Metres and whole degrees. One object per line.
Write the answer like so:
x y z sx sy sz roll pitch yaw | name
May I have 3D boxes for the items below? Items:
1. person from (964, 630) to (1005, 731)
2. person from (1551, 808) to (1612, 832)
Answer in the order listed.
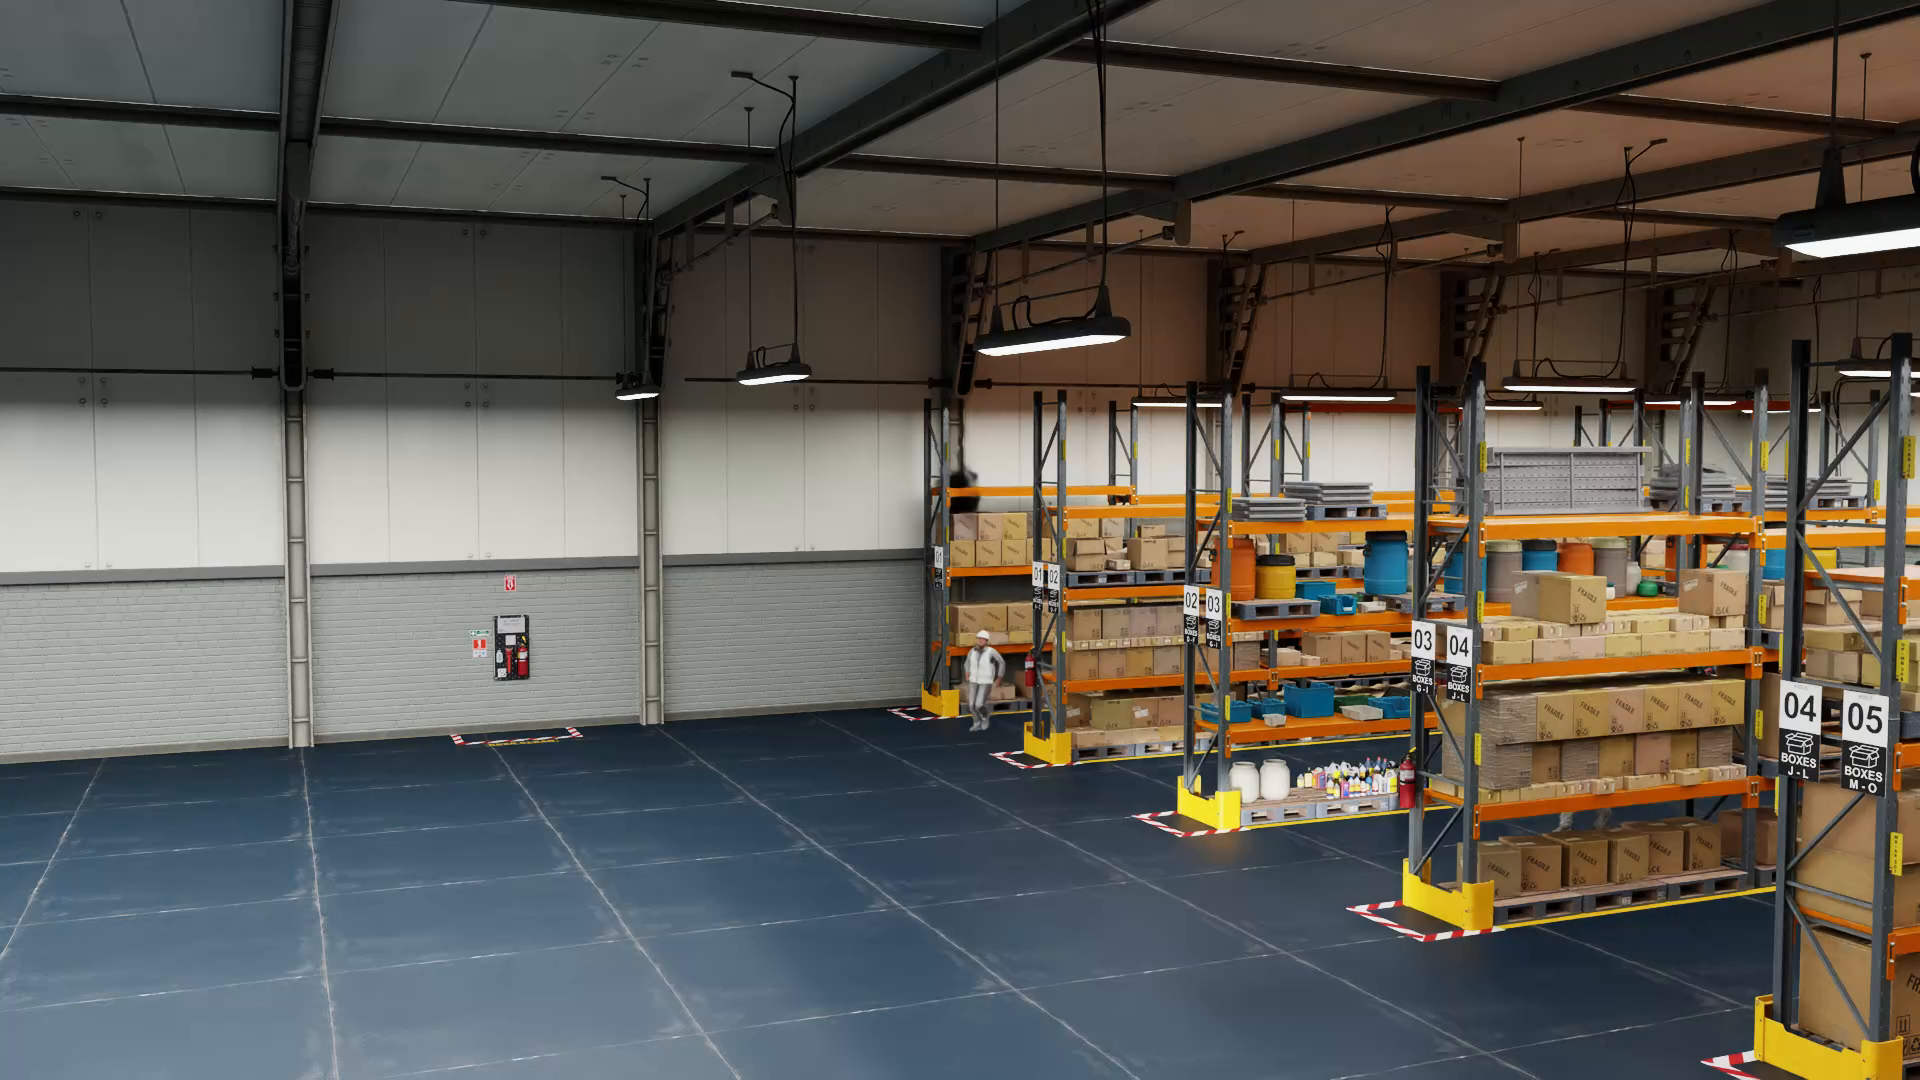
0.364 2.375 27.960 0.698 1.724 0.535 2 4 25 | person
8.136 2.970 21.760 0.912 1.782 0.636 -1 4 -23 | person
